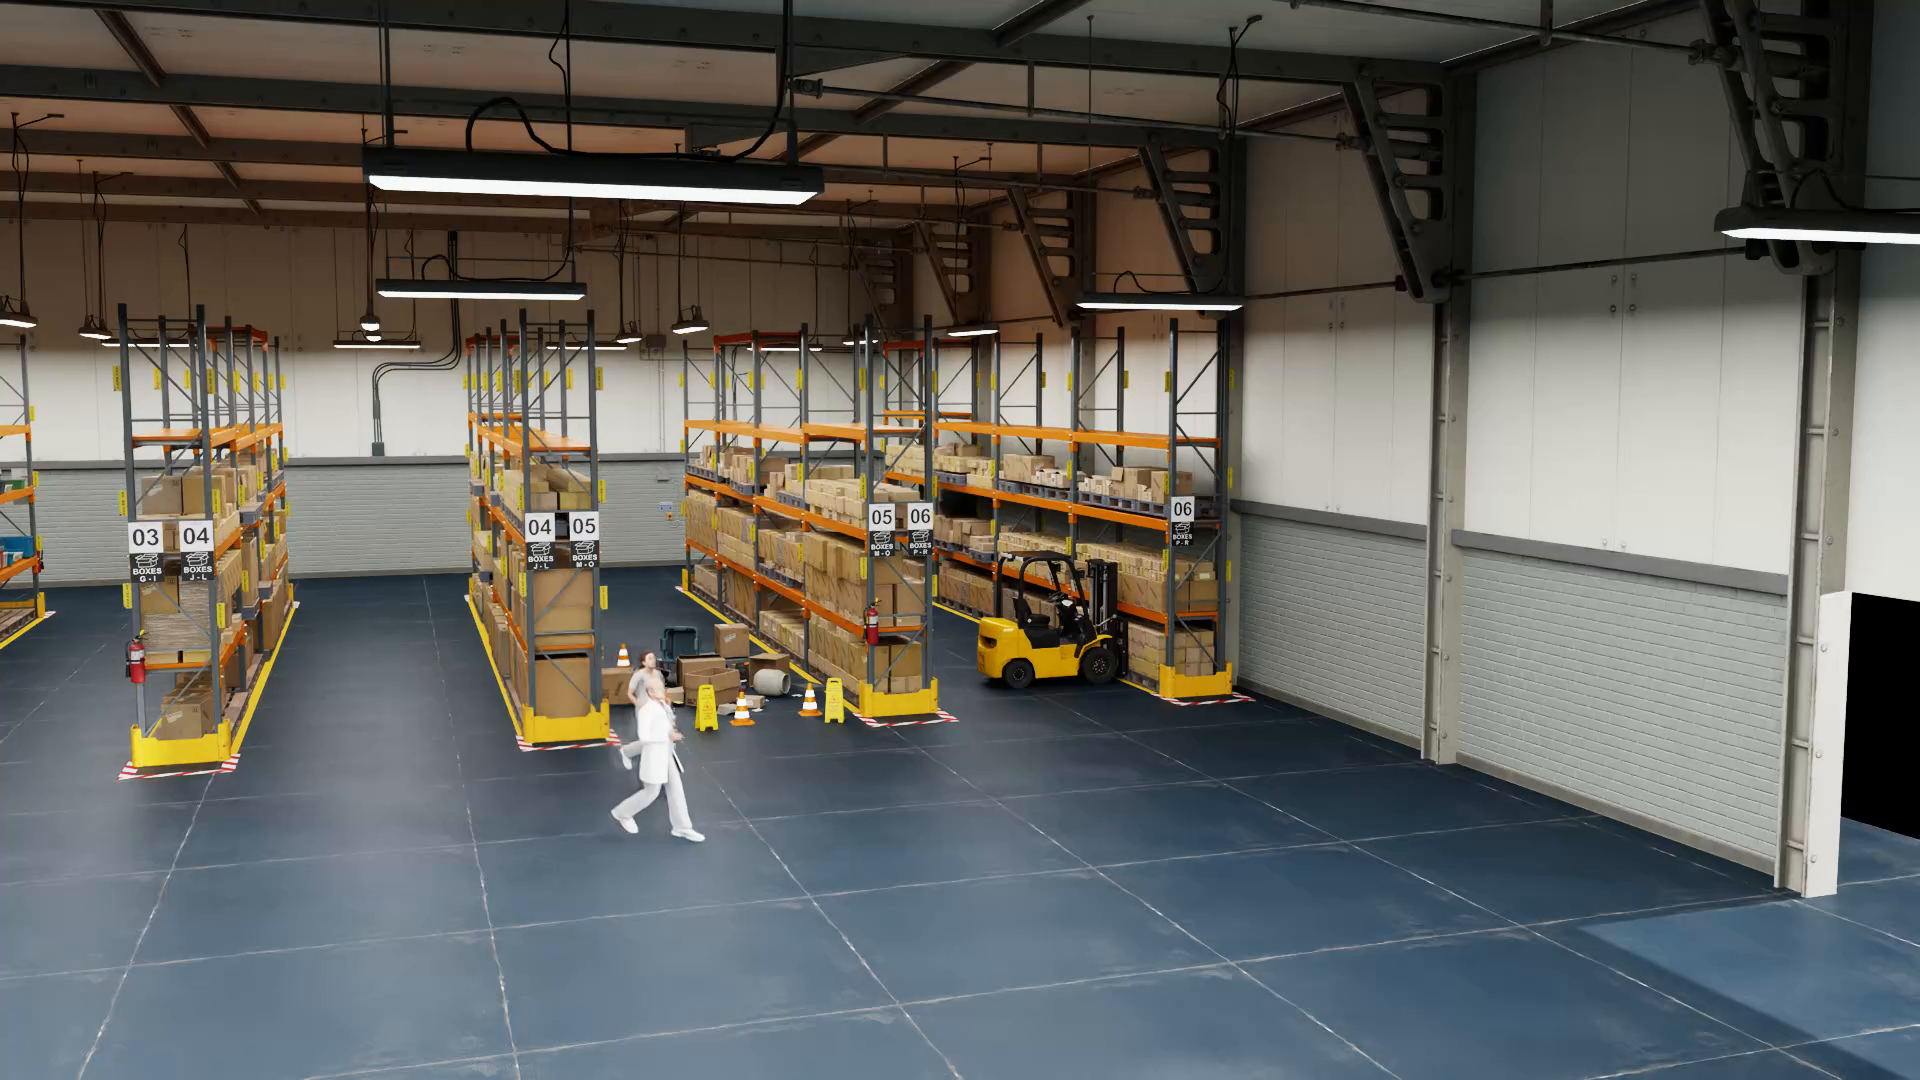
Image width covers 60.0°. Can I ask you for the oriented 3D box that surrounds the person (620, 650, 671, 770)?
[{"bbox_3d":[-3.977,2.200,21.103,0.611,1.640,0.561,3,6,29],"label":"person"}]

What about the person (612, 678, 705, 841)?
[{"bbox_3d":[-3.300,2.480,18.102,1.049,1.588,0.710,2,6,16],"label":"person"}]
